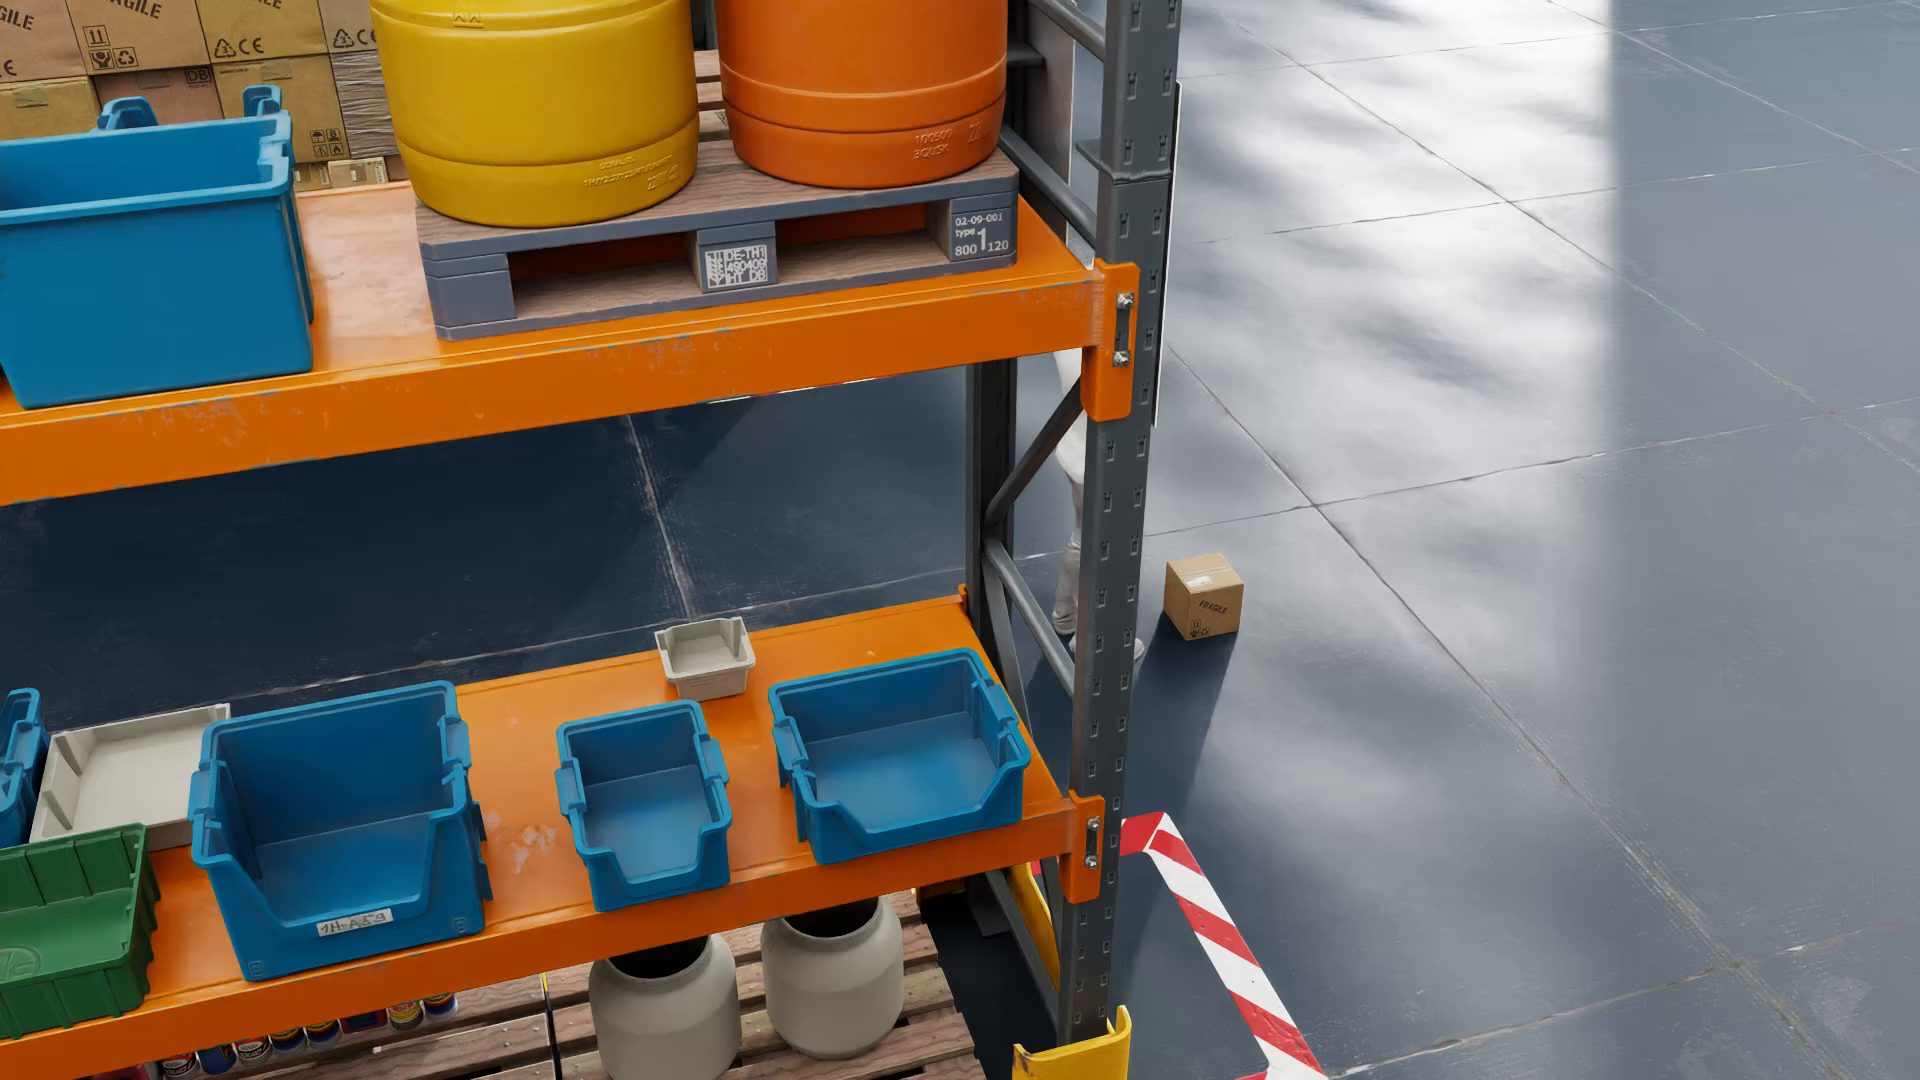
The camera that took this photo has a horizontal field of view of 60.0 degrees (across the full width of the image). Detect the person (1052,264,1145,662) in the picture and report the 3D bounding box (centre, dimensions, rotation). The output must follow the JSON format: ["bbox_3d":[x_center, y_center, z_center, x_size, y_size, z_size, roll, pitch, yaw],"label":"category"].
[{"bbox_3d":[0.558,-0.313,6.594,0.368,1.758,0.568,-9,35,-14],"label":"person"}]
